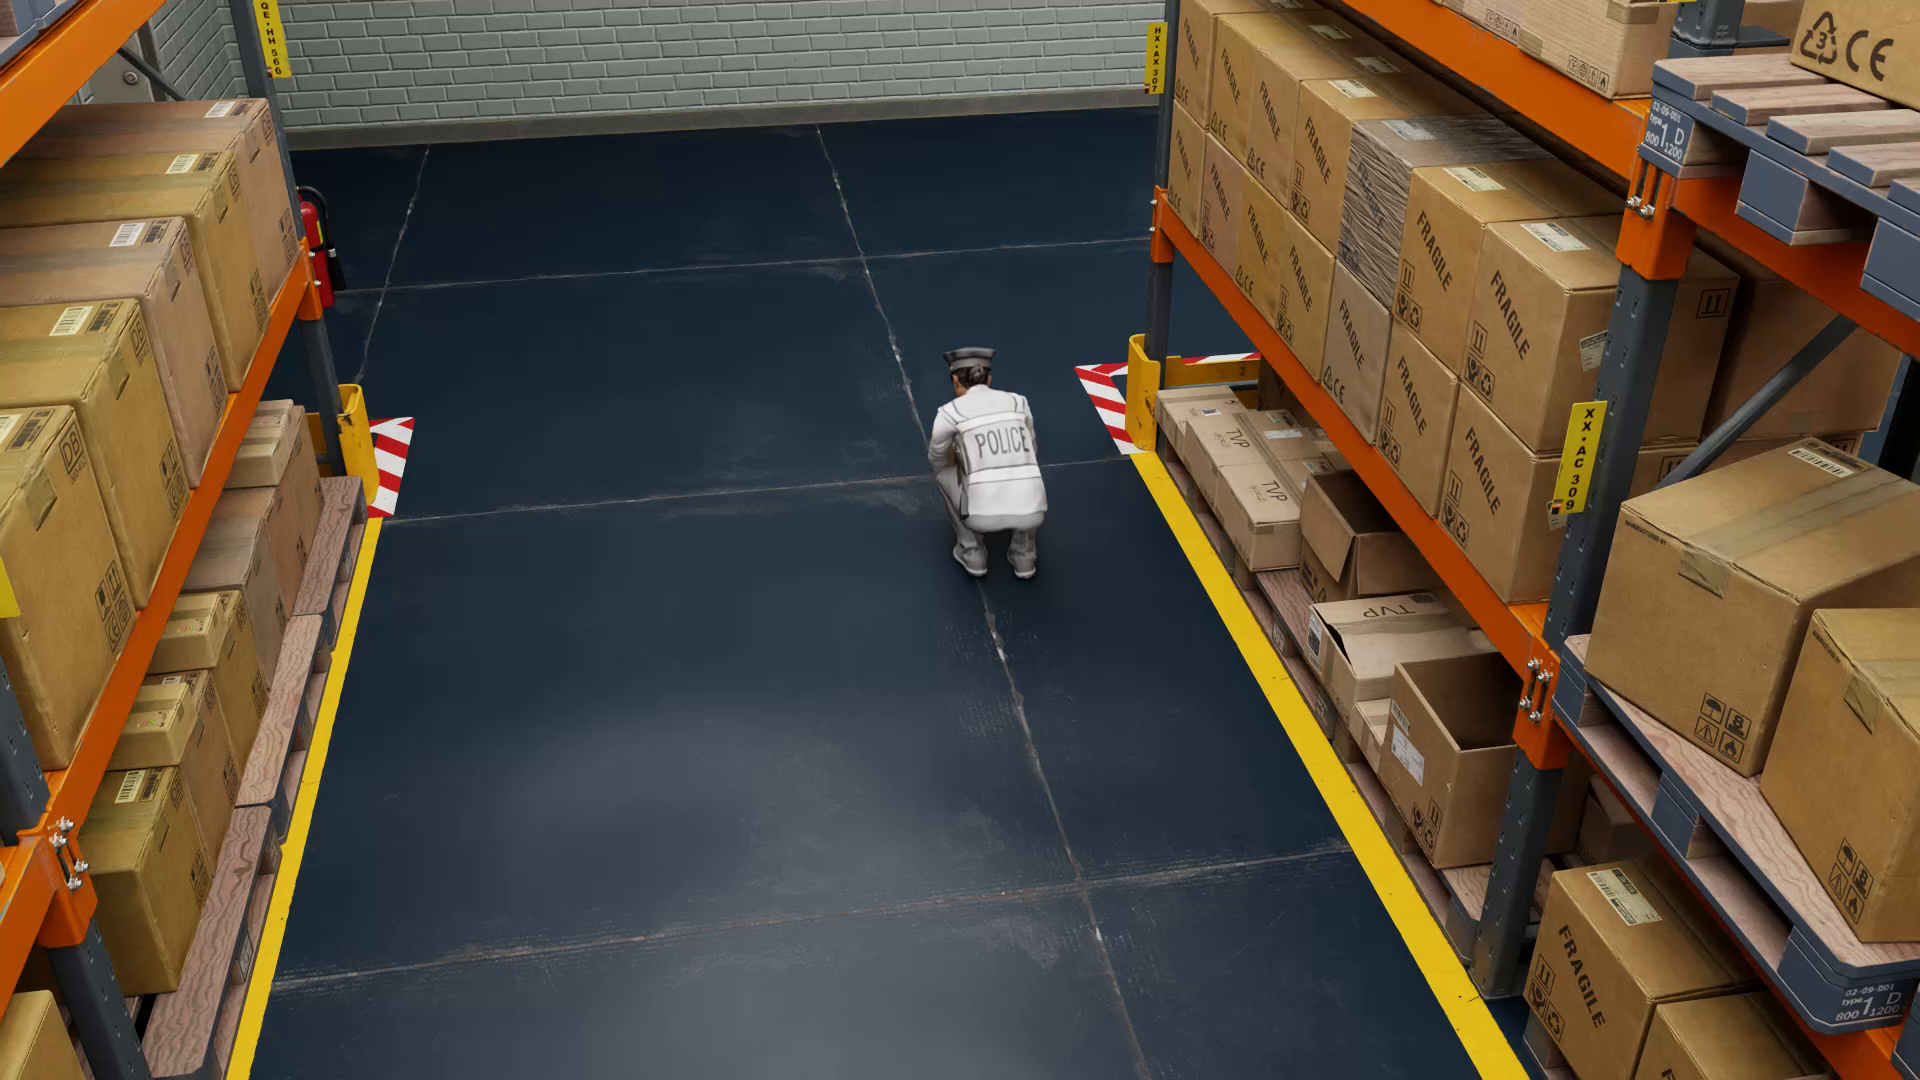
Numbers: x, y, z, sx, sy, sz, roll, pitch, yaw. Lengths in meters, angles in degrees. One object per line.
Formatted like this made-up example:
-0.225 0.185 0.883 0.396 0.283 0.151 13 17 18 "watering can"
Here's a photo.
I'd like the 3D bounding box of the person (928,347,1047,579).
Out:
0.130 -0.351 7.415 0.505 0.963 0.821 -5 31 -8 "person"
